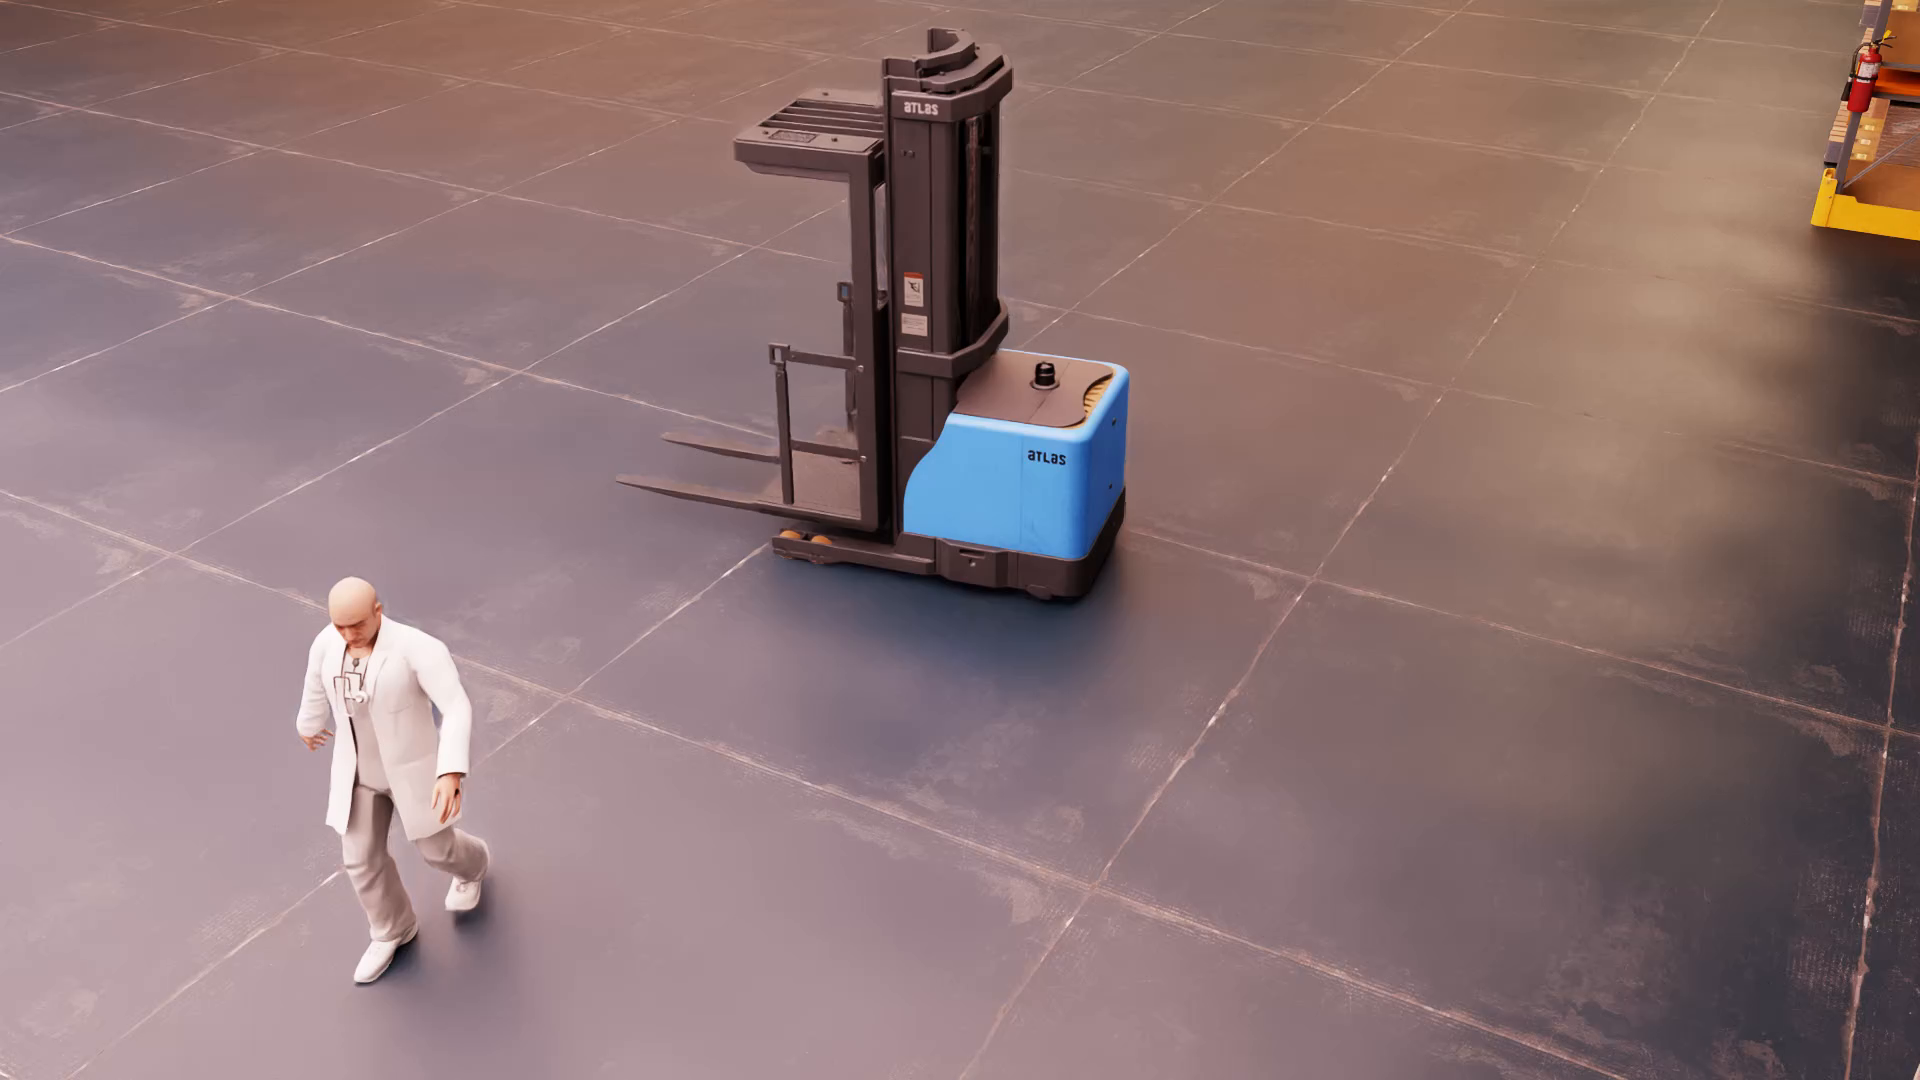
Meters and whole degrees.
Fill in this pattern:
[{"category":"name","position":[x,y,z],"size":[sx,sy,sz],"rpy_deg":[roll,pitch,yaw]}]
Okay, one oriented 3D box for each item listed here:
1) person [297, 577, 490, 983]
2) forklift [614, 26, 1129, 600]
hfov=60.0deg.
[{"category":"person","position":[-2.292,0.911,6.676],"size":[0.948,1.761,0.782],"rpy_deg":[5,30,9]},{"category":"forklift","position":[-0.584,-1.363,9.432],"size":[3.031,2.935,1.130],"rpy_deg":[10,31,16]}]
